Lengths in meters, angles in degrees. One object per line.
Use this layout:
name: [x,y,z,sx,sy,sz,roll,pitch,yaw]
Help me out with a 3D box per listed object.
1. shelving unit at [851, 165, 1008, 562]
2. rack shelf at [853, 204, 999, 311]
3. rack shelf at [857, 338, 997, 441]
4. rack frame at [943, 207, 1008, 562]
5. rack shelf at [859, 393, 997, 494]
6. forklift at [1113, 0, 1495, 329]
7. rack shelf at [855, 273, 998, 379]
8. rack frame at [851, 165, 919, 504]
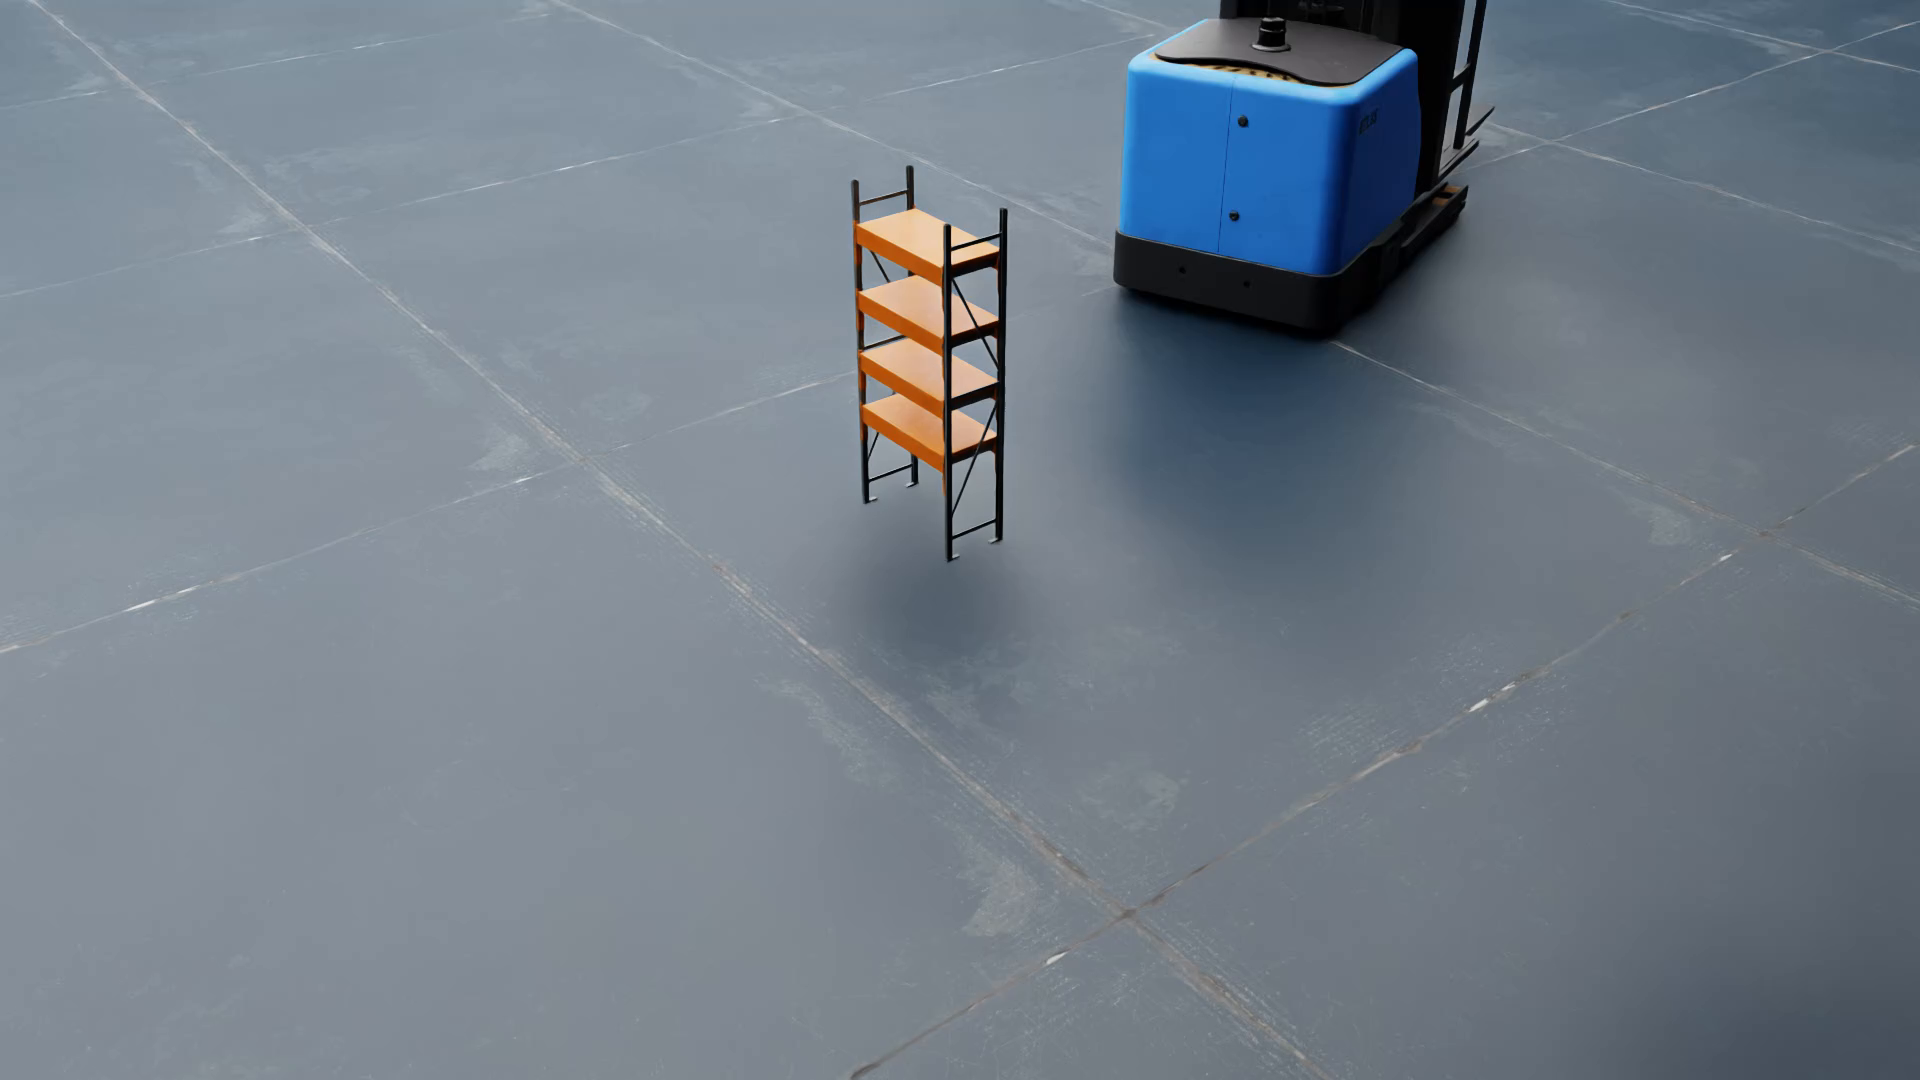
shelving unit: [-0.102,-0.579,5.545,0.258,1.200,0.503,-22,38,-31]
rack shelf: [-0.101,-0.912,5.337,0.258,0.148,0.480,-22,38,-31]
rack shelf: [-0.102,-0.522,5.580,0.258,0.148,0.480,-22,38,-31]
rack frame: [0.048,-0.477,5.381,0.240,1.200,0.015,-22,38,-31]
rack shelf: [-0.102,-0.353,5.685,0.258,0.148,0.480,-22,38,-31]
forklift: [1.887,-2.881,7.611,1.130,2.935,3.031,18,36,26]
rack shelf: [-0.101,-0.712,5.462,0.258,0.148,0.480,-22,38,-31]
rack frame: [-0.251,-0.680,5.708,0.240,1.200,0.015,-22,38,-31]
